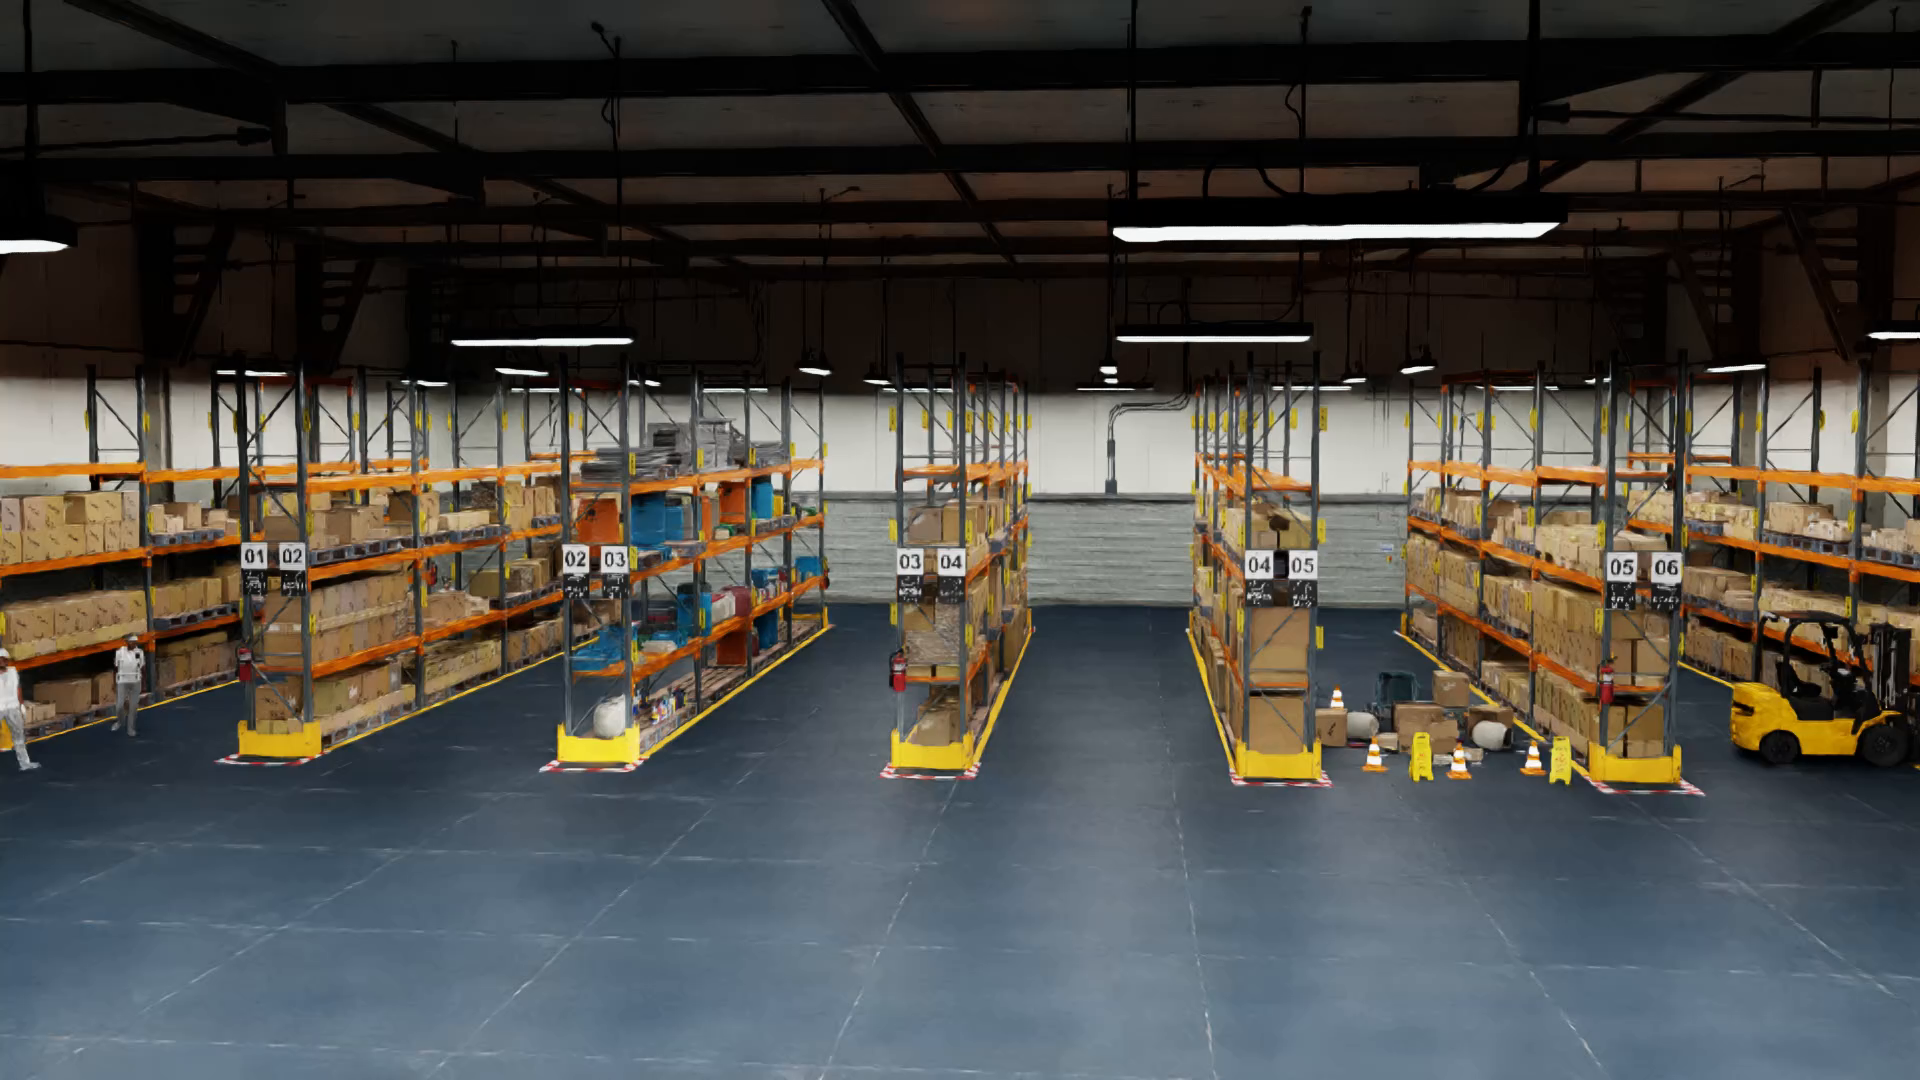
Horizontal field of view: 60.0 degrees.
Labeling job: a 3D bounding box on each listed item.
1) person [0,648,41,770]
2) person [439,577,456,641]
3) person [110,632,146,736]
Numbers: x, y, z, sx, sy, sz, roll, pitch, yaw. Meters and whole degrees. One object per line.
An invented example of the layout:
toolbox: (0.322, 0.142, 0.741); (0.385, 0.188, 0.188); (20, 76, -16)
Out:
person: (-13.621, 2.414, 23.731); (0.540, 1.778, 0.726); (4, 5, 42)
person: (-11.217, 1.600, 36.524); (0.639, 1.632, 0.512); (0, 4, 3)
person: (-13.299, 2.287, 26.563); (0.526, 1.666, 0.524); (-2, 5, -31)
